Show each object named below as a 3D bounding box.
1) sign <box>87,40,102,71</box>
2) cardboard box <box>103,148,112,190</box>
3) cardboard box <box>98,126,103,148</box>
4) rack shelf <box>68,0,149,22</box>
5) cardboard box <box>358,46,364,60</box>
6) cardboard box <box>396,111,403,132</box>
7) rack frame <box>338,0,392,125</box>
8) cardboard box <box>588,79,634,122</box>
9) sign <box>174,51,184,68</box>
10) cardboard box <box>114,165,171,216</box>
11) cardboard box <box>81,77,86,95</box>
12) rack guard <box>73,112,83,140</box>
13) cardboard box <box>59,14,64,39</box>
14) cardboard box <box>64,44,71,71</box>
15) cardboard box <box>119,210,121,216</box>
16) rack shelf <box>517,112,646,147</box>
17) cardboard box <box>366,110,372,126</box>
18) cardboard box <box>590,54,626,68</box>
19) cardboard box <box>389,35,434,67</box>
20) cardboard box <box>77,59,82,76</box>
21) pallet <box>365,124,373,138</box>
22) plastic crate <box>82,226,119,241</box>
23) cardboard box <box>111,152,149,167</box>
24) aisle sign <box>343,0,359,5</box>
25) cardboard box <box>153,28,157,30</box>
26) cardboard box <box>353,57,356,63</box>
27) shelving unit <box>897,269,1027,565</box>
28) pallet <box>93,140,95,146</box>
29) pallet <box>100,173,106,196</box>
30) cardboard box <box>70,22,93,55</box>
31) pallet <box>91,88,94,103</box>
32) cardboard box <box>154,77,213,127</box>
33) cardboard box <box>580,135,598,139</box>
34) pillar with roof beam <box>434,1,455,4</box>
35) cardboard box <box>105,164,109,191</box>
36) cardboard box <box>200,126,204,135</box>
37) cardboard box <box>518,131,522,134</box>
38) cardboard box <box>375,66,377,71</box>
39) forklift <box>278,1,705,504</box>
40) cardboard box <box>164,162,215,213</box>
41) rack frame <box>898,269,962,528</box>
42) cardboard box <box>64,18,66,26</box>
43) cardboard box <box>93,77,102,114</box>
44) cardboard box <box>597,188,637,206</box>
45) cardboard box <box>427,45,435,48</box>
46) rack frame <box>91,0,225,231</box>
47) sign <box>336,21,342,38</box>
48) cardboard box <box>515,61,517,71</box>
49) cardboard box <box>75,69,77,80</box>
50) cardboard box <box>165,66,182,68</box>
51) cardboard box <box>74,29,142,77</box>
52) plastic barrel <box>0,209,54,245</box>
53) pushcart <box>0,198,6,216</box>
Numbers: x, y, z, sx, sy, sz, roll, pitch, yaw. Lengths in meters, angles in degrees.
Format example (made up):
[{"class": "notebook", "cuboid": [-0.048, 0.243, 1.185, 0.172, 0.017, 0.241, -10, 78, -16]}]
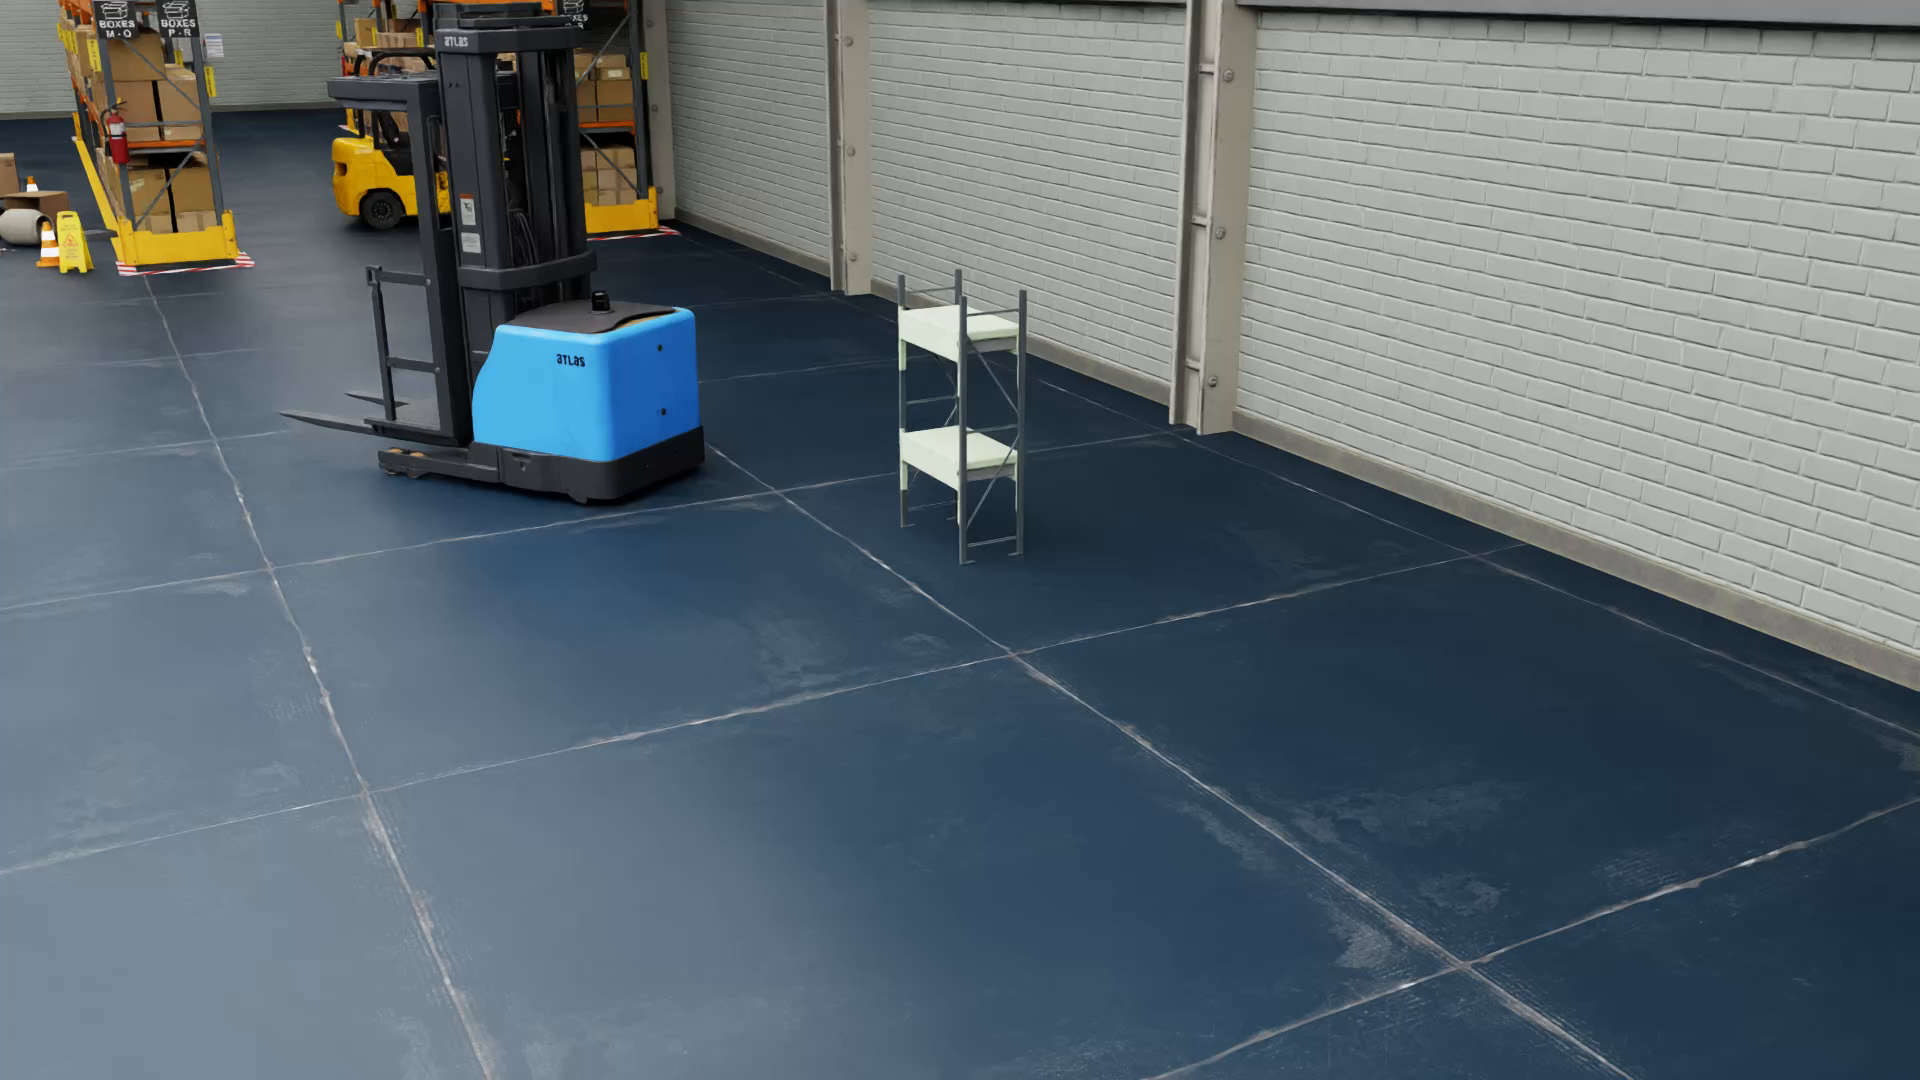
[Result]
[{"class": "sign", "cuboid": [-9.278, -5.192, 17.820, 0.100, 0.325, 0.005, -10, 21, -27]}, {"class": "cardboard box", "cuboid": [-10.637, -4.766, 21.266, 0.500, 0.500, 0.500, -9, 21, -24]}, {"class": "cardboard box", "cuboid": [-13.678, -6.791, 27.326, 0.875, 0.875, 0.875, -9, 21, -25]}, {"class": "rack shelf", "cuboid": [-11.629, -7.376, 22.913, 1.077, 0.370, 4.000, -10, 21, -27]}, {"class": "cardboard box", "cuboid": [-11.288, -9.403, 32.057, 0.500, 0.250, 0.500, -11, 22, -28]}, {"class": "cardboard box", "cuboid": [-9.819, -7.482, 29.905, 0.500, 0.500, 0.500, -10, 22, -27]}, {"class": "rack frame", "cuboid": [-12.011, -9.939, 33.835, 1.000, 3.000, 0.127, -10, 21, -27]}, {"class": "cardboard box", "cuboid": [-4.404, -5.578, 21.045, 0.500, 0.500, 0.500, -9, 21, -25]}, {"class": "sign", "cuboid": [-10.206, -6.219, 21.730, 0.100, 0.325, 0.005, -10, 21, -27]}, {"class": "cardboard box", "cuboid": [-9.390, -4.018, 19.100, 0.500, 0.500, 0.500, -10, 21, -26]}, {"class": "cardboard box", "cuboid": [-13.048, -6.906, 25.277, 0.500, 0.250, 0.500, -11, 22, -29]}, {"class": "rack guard", "cuboid": [-16.389, -7.994, 32.032, 1.175, 0.500, 0.348, -10, 21, -27]}, {"class": "cardboard box", "cuboid": [-16.401, -9.507, 30.897, 0.500, 0.500, 0.500, -11, 22, -28]}, {"class": "cardboard box", "cuboid": [-16.403, -9.034, 31.059, 0.500, 0.500, 0.500, -10, 21, -27]}, {"class": "cardboard box", "cuboid": [-9.640, -3.815, 19.659, 0.500, 0.250, 0.500, -10, 21, -26]}, {"class": "rack shelf", "cuboid": [-5.363, -5.580, 22.306, 1.077, 0.370, 4.000, -10, 21, -27]}, {"class": "cardboard box", "cuboid": [-11.270, -8.347, 32.410, 0.500, 0.500, 0.500, -10, 21, -26]}, {"class": "cardboard box", "cuboid": [-4.385, -5.970, 20.729, 0.380, 0.149, 0.250, -10, 22, -28]}, {"class": "cardboard box", "cuboid": [-9.460, -8.489, 28.836, 0.700, 0.500, 0.500, -10, 21, -27]}, {"class": "cardboard box", "cuboid": [-13.279, -7.284, 25.605, 0.500, 0.250, 0.500, -11, 22, -28]}, {"class": "pallet", "cuboid": [-11.020, -8.020, 32.550, 1.003, 0.211, 1.213, -10, 21, -27]}, {"class": "plastic crate", "cuboid": [-10.656, -3.766, 20.423, 0.583, 0.080, 0.402, 16, 25, 39]}, {"class": "cardboard box", "cuboid": [-9.624, -4.420, 19.270, 0.380, 0.149, 0.250, -9, 21, -25]}, {"class": "aisle sign", "cuboid": [-12.302, -11.142, 33.336, 0.394, 0.787, 0.004, -10, 21, -27]}, {"class": "cardboard box", "cuboid": [-11.554, -7.139, 23.475, 0.380, 0.149, 0.250, -11, 22, -29]}, {"class": "cardboard box", "cuboid": [-11.935, -9.617, 33.289, 0.380, 0.149, 0.250, -9, 21, -25]}, {"class": "shelving unit", "cuboid": [0.003, -0.707, 9.381, 0.431, 1.500, 0.755, -10, 21, -27]}, {"class": "pallet", "cuboid": [-14.771, -6.933, 29.399, 1.003, 0.211, 1.213, -10, 21, -27]}, {"class": "pallet", "cuboid": [-12.209, -5.329, 24.753, 1.003, 0.211, 1.213, -10, 21, -27]}, {"class": "cardboard box", "cuboid": [-13.770, -7.936, 26.345, 0.500, 0.500, 0.500, -10, 22, -28]}, {"class": "pallet", "cuboid": [-11.603, -6.220, 23.351, 1.003, 0.211, 1.213, -10, 21, -27]}, {"class": "cardboard box", "cuboid": [-8.761, -4.942, 18.747, 0.500, 0.500, 0.500, -10, 22, -27]}, {"class": "cardboard box", "cuboid": [-5.181, -5.320, 22.490, 0.500, 0.250, 0.500, -10, 22, -28]}, {"class": "pillar with roof beam", "cuboid": [-13.438, -11.299, 28.580, 9.100, 9.000, 0.400, -10, 21, -27]}, {"class": "cardboard box", "cuboid": [-11.275, -5.036, 23.013, 0.950, 0.372, 0.625, -9, 21, -23]}, {"class": "cardboard box", "cuboid": [-8.946, -4.745, 19.170, 0.380, 0.149, 0.250, -11, 22, -28]}, {"class": "cardboard box", "cuboid": [-6.126, -5.529, 23.096, 0.500, 0.250, 0.500, -10, 21, -27]}, {"class": "cardboard box", "cuboid": [-10.773, -8.866, 31.113, 0.380, 0.149, 0.250, -9, 21, -25]}, {"class": "forklift", "cuboid": [-3.226, -1.929, 10.727, 3.031, 2.935, 1.130, 10, 21, 26]}, {"class": "cardboard box", "cuboid": [-8.932, -4.110, 19.366, 0.500, 0.500, 0.500, -11, 22, -28]}, {"class": "rack frame", "cuboid": [-0.171, -0.812, 9.686, 0.400, 1.500, 0.023, -10, 21, -27]}, {"class": "cardboard box", "cuboid": [-15.179, -8.780, 28.791, 0.500, 0.500, 0.500, -10, 22, -27]}, {"class": "cardboard box", "cuboid": [-10.230, -5.456, 20.234, 0.500, 0.500, 0.500, -10, 21, -27]}, {"class": "cardboard box", "cuboid": [-4.475, -4.416, 21.401, 0.500, 0.250, 0.500, -10, 21, -26]}, {"class": "cardboard box", "cuboid": [-8.320, -7.859, 26.660, 0.380, 0.149, 0.250, -9, 21, -25]}, {"class": "rack frame", "cuboid": [-8.780, -4.576, 18.293, 1.000, 3.000, 0.127, -10, 21, -27]}, {"class": "sign", "cuboid": [-12.489, -10.264, 33.450, 0.100, 0.325, 0.005, -10, 21, -27]}, {"class": "cardboard box", "cuboid": [-5.676, -6.269, 22.051, 0.380, 0.149, 0.250, -10, 22, -28]}, {"class": "cardboard box", "cuboid": [-14.502, -7.782, 27.816, 0.500, 0.250, 0.500, -11, 22, -28]}, {"class": "cardboard box", "cuboid": [-9.999, -5.676, 20.873, 0.500, 0.500, 0.500, -9, 21, -25]}, {"class": "cardboard box", "cuboid": [-9.781, -5.626, 19.195, 0.700, 0.500, 0.500, -10, 22, -27]}, {"class": "plastic barrel", "cuboid": [-11.093, -3.716, 19.752, 0.512, 0.421, 0.421, 4, 19, 11]}, {"class": "pushcart", "cuboid": [-12.662, -4.117, 20.983, 0.936, 0.377, 1.648, 16, 25, 39]}]
